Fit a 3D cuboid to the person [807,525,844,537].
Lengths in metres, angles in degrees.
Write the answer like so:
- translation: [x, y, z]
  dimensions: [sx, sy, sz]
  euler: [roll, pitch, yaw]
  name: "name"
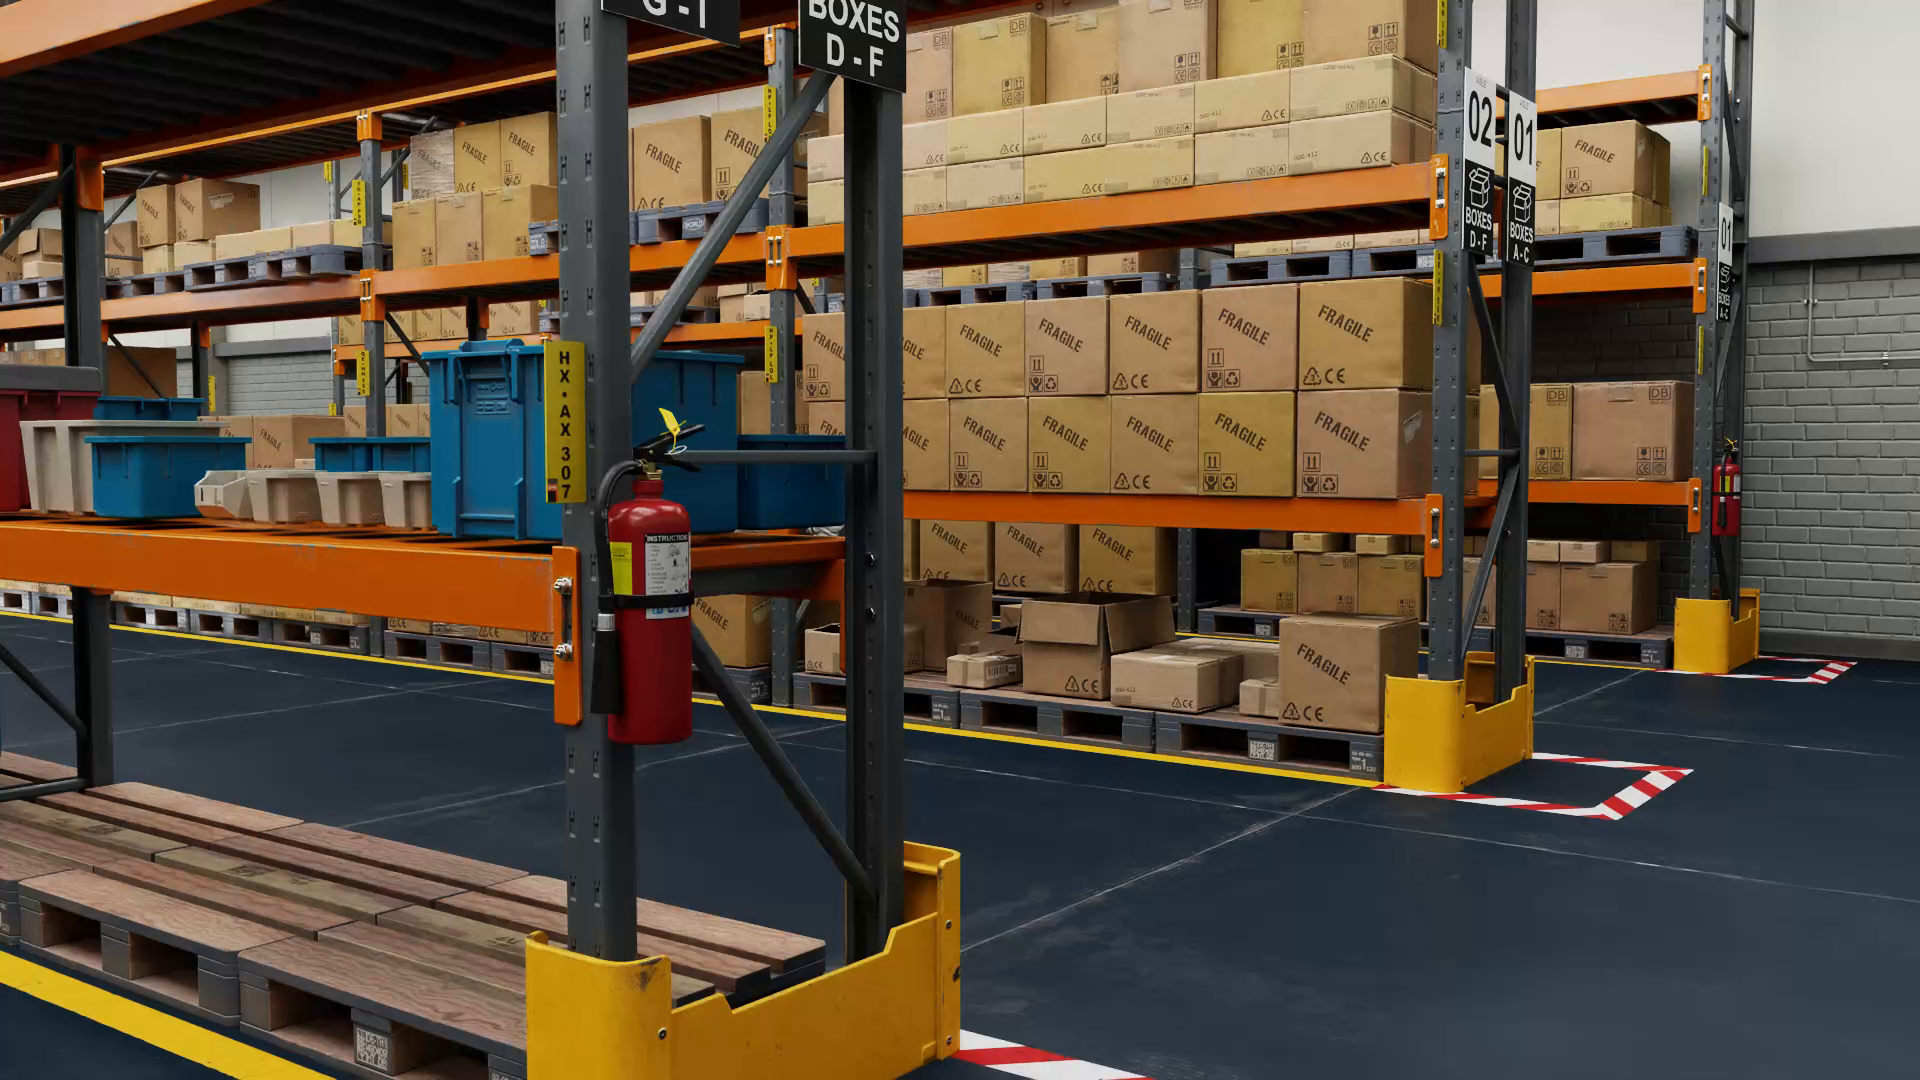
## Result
- translation: [-1.108, -0.171, 14.720]
  dimensions: [0.535, 1.794, 0.375]
  euler: [-3, 4, -42]
  name: "person"
